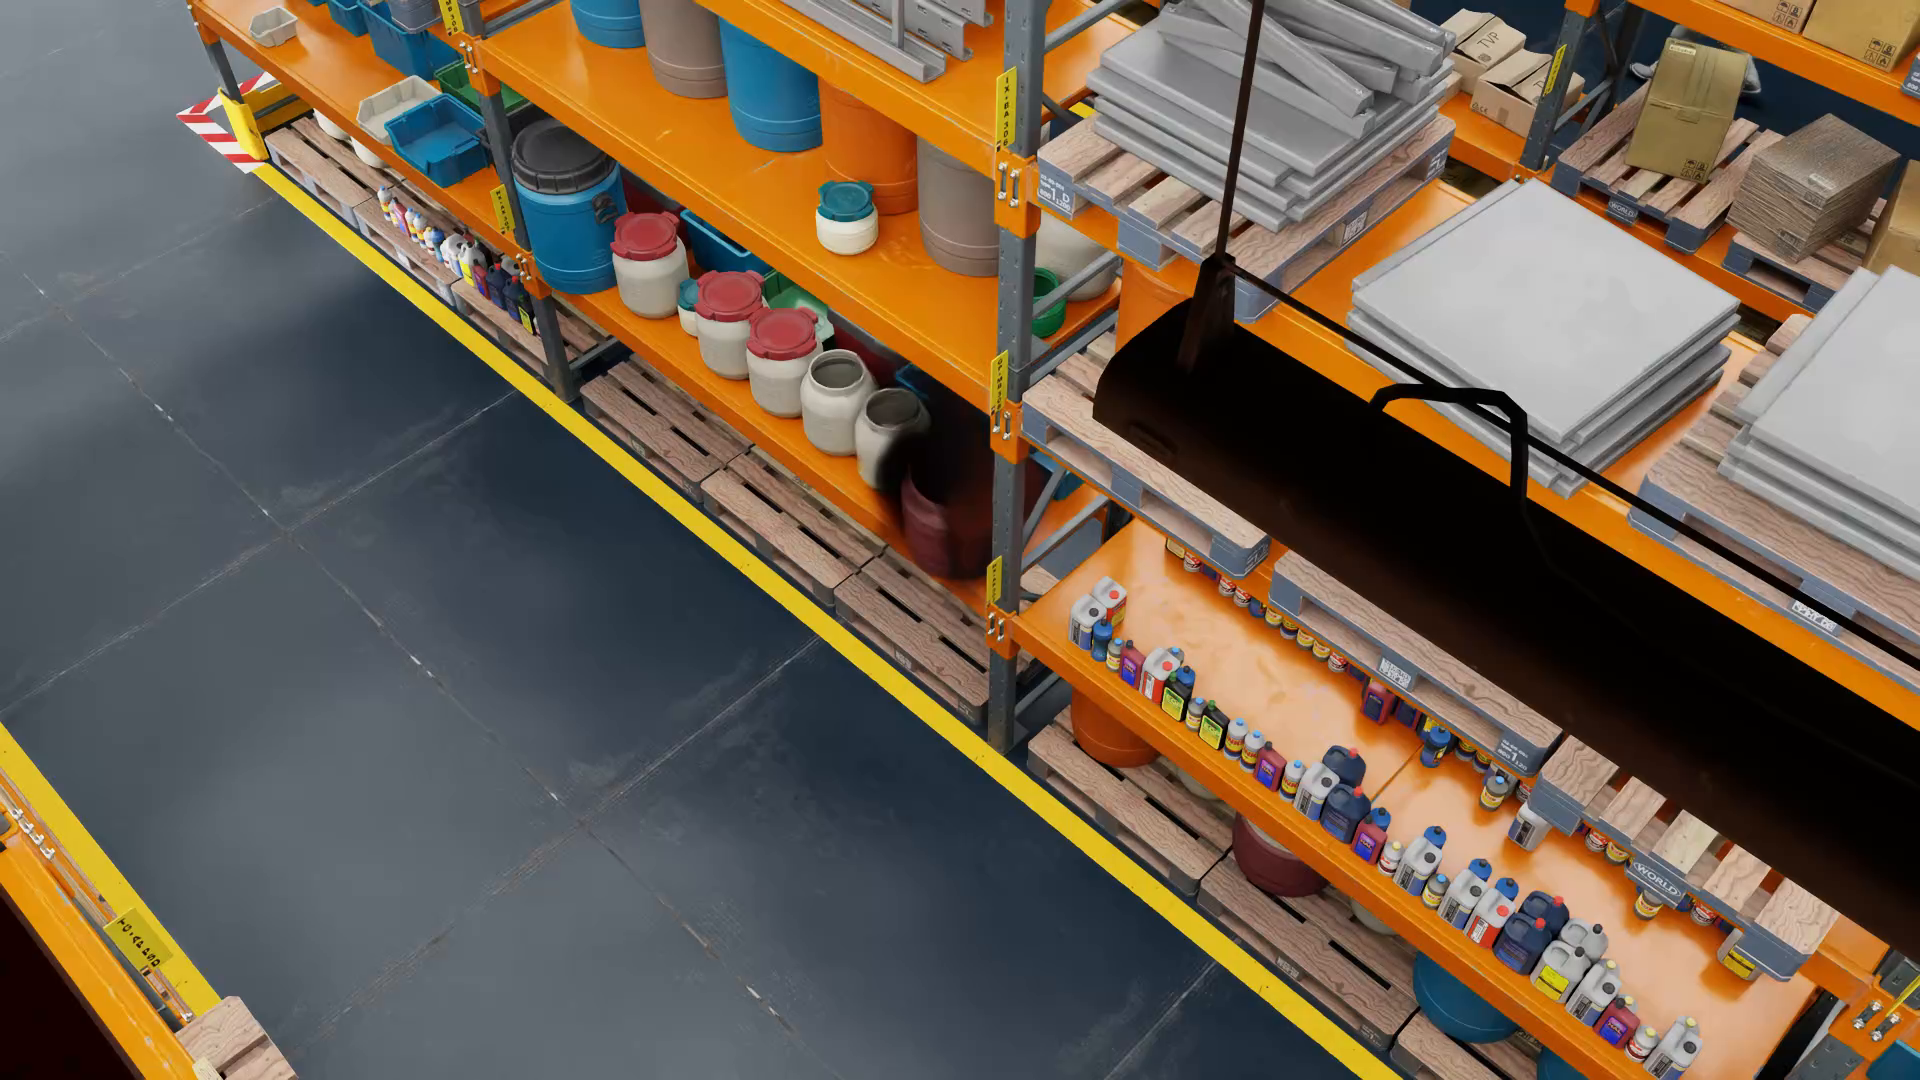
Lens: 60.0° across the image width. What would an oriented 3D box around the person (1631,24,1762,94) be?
[{"bbox_3d":[5.918,-4.171,12.836,0.978,1.622,0.463,31,57,23],"label":"person"}]
